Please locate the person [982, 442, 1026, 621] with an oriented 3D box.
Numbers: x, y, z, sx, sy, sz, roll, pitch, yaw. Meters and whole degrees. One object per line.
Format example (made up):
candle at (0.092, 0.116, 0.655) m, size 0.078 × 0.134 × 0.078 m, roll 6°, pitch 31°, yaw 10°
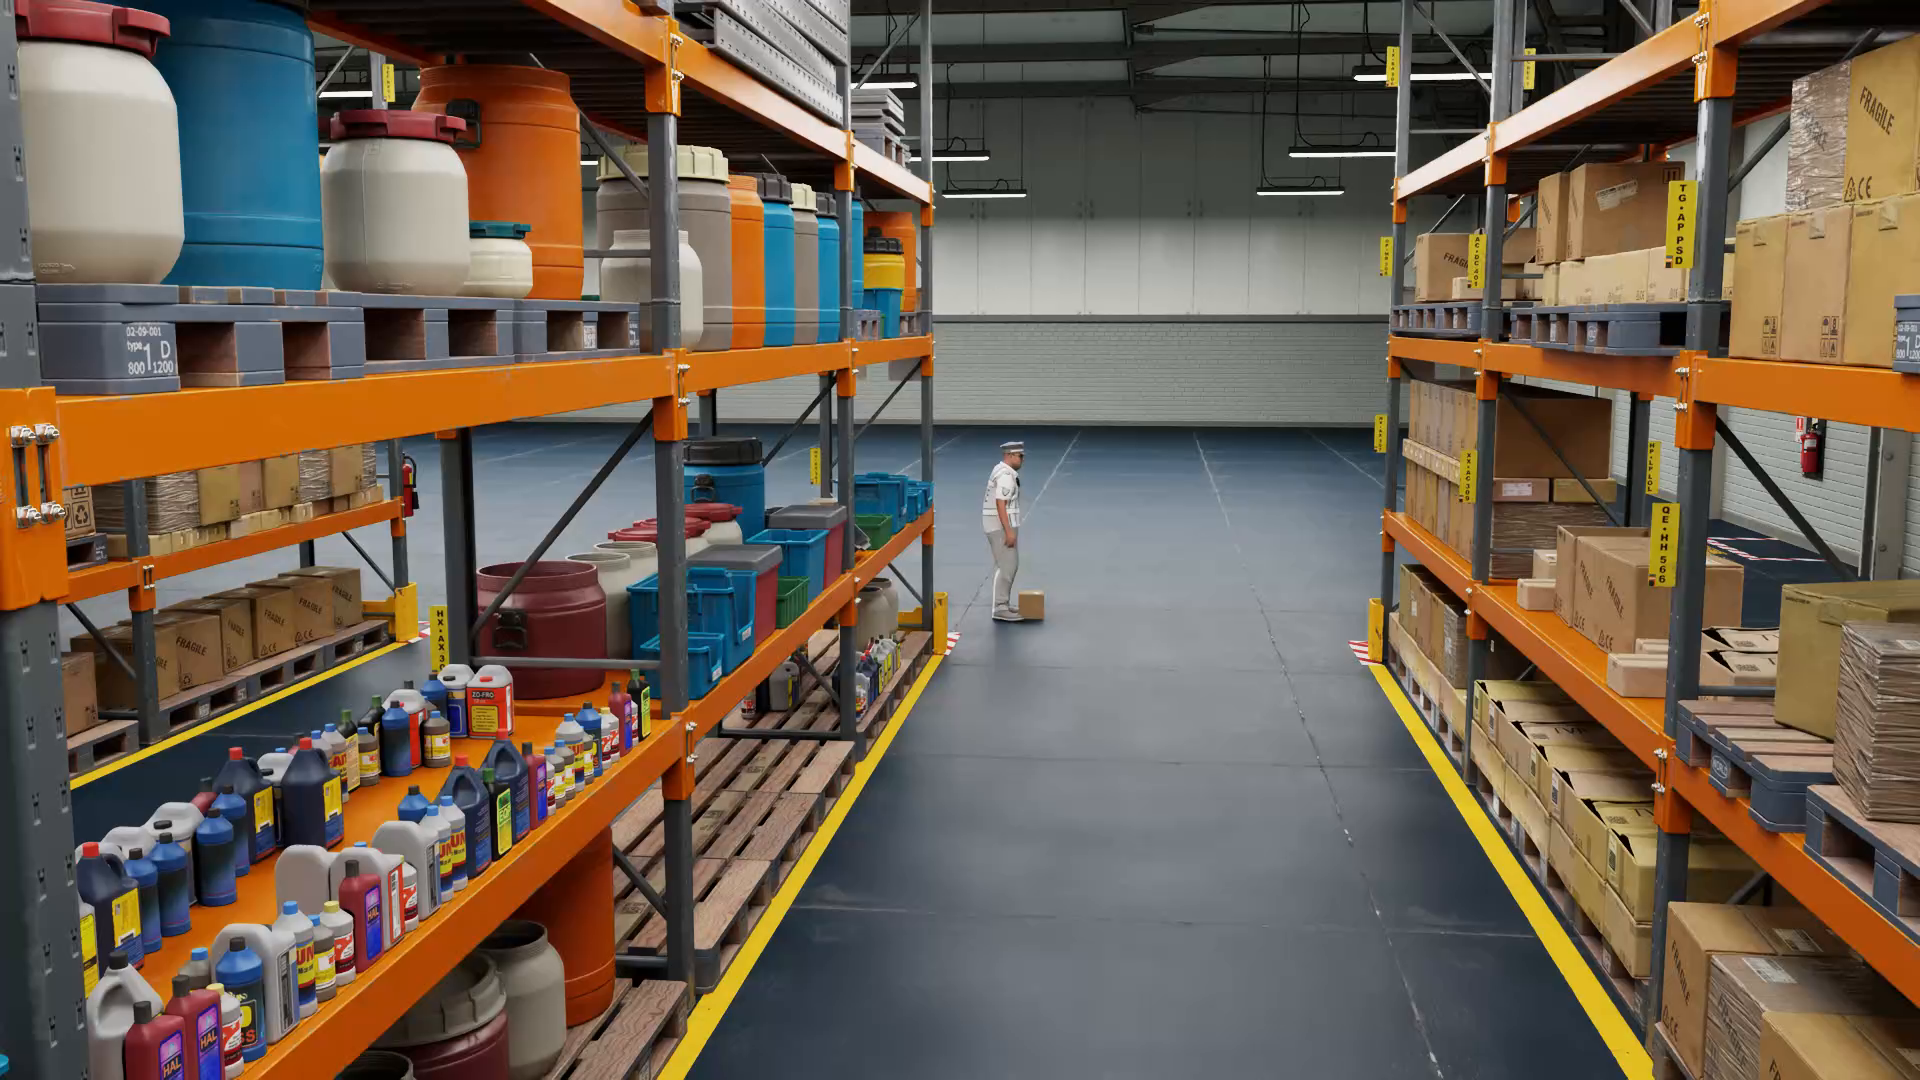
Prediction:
person at (0.438, -0.103, 16.528) m, size 0.427 × 1.751 × 0.604 m, roll 0°, pitch 8°, yaw 4°
